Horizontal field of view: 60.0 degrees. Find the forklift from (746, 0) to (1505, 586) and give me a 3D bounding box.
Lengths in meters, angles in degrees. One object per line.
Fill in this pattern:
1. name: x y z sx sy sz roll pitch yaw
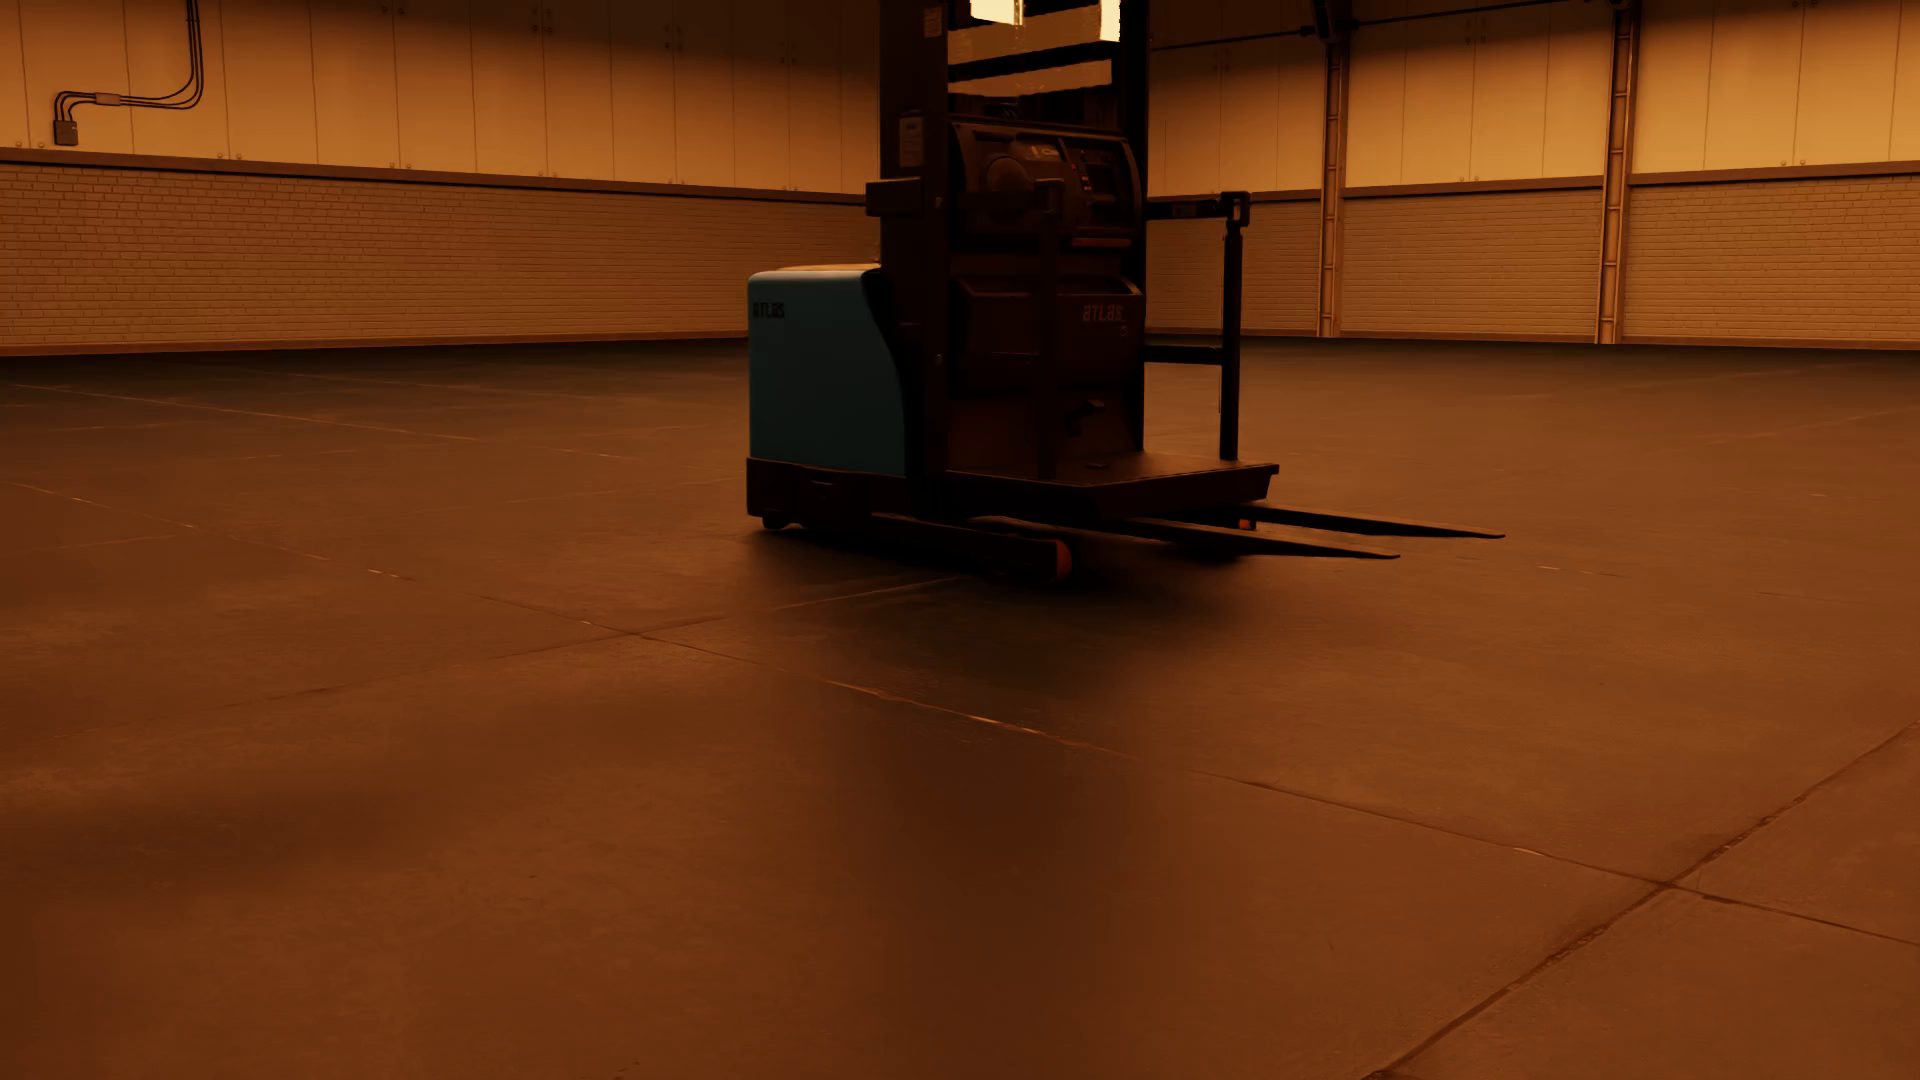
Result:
1. forklift: 0.478 -1.378 6.022 1.130 2.935 3.031 -8 12 -42
